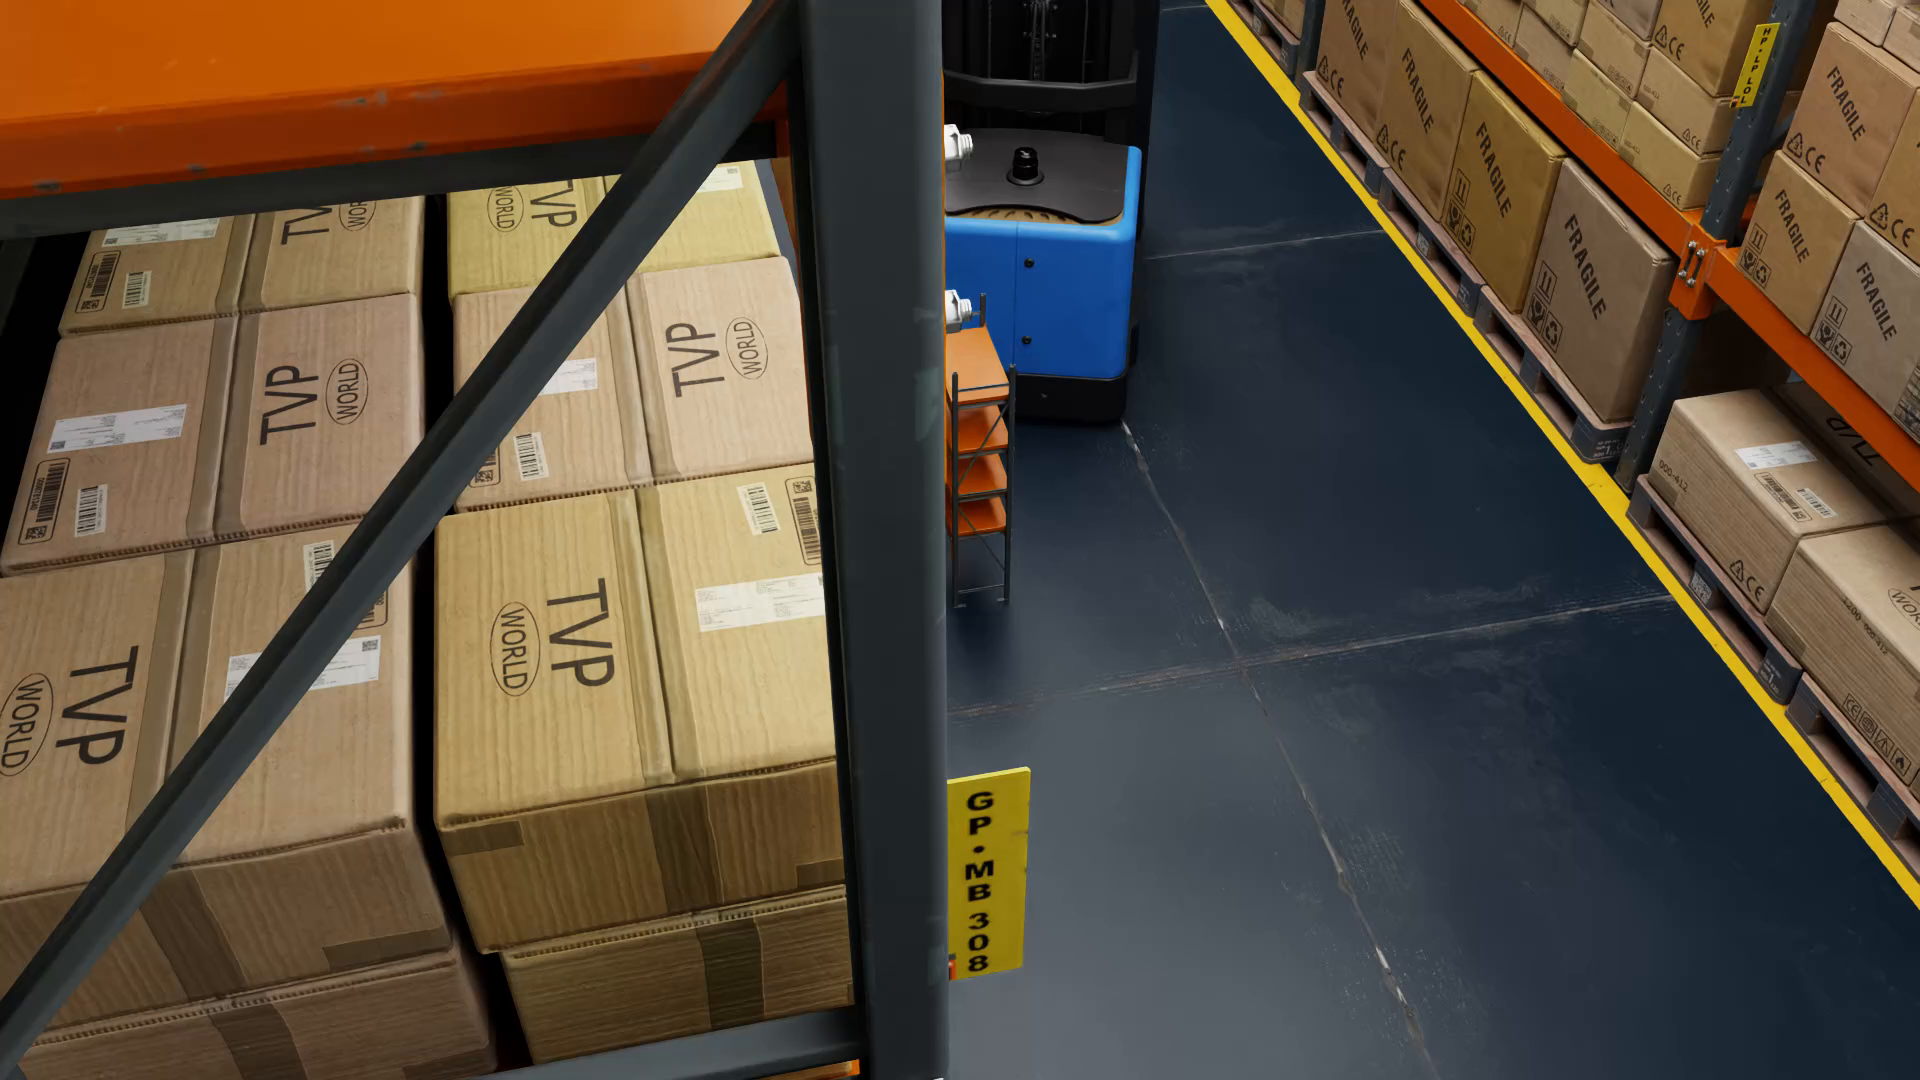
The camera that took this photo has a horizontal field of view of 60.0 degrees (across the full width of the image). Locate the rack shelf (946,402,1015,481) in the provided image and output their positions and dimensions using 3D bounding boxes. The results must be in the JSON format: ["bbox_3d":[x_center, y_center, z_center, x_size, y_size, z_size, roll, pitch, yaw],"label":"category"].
[{"bbox_3d":[0.036,-0.458,6.627,0.258,0.148,0.480,-8,42,-9],"label":"rack shelf"}]

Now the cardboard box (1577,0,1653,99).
[{"bbox_3d":[3.023,-2.139,7.136,0.500,0.250,0.500,-7,42,-8],"label":"cardboard box"}]

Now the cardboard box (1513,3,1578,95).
[{"bbox_3d":[2.929,-2.293,7.686,0.500,0.250,0.500,-9,42,-10],"label":"cardboard box"}]

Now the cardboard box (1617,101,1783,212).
[{"bbox_3d":[3.128,-1.633,6.943,0.500,0.250,0.500,-9,42,-10],"label":"cardboard box"}]

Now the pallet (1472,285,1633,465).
[{"bbox_3d":[3.231,-0.881,8.083,1.003,0.211,1.213,-8,42,-9],"label":"pallet"}]

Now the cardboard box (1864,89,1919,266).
[{"bbox_3d":[3.440,-1.174,5.484,0.500,0.500,0.500,-9,42,-10],"label":"cardboard box"}]

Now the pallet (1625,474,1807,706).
[{"bbox_3d":[3.558,0.113,6.964,1.003,0.211,1.213,-8,42,-9],"label":"pallet"}]

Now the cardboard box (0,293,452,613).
[{"bbox_3d":[-0.992,-0.077,2.330,0.500,0.250,0.500,-10,42,-11],"label":"cardboard box"}]

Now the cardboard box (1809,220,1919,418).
[{"bbox_3d":[3.421,-0.803,5.820,0.500,0.500,0.500,-8,42,-9],"label":"cardboard box"}]

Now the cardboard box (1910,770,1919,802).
[{"bbox_3d":[3.888,0.954,5.529,0.875,0.438,0.875,-7,42,-8],"label":"cardboard box"}]

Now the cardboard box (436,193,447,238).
[{"bbox_3d":[-1.195,-0.738,3.074,0.500,0.250,0.500,-8,42,-9],"label":"cardboard box"}]

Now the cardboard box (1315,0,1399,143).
[{"bbox_3d":[2.675,-2.930,9.575,0.875,0.875,0.875,-9,42,-10],"label":"cardboard box"}]

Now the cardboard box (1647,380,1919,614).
[{"bbox_3d":[3.501,-0.211,6.841,0.875,0.438,0.875,-9,42,-10],"label":"cardboard box"}]

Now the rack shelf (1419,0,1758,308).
[{"bbox_3d":[3.039,-2.462,8.305,1.077,0.370,4.000,-8,42,-9],"label":"rack shelf"}]

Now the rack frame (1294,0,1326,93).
[{"bbox_3d":[2.607,-4.027,9.527,1.000,3.000,0.127,-8,42,-9],"label":"rack frame"}]

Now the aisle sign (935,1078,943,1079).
[{"bbox_3d":[-0.210,0.902,2.016,0.394,0.787,0.004,-8,42,-9],"label":"aisle sign"}]

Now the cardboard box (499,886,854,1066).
[{"bbox_3d":[-0.341,0.369,2.205,0.500,0.250,0.500,-9,42,-10],"label":"cardboard box"}]

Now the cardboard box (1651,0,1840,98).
[{"bbox_3d":[3.129,-2.099,6.527,0.500,0.500,0.500,-7,42,-8],"label":"cardboard box"}]

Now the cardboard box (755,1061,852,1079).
[{"bbox_3d":[-0.353,0.605,2.239,0.380,0.149,0.250,-8,42,-8],"label":"cardboard box"}]

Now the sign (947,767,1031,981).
[{"bbox_3d":[0.018,0.346,1.683,0.100,0.325,0.005,-8,42,-9],"label":"sign"}]

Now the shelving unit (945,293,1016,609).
[{"bbox_3d":[0.036,-0.341,6.731,0.258,1.200,0.503,-8,42,-9],"label":"shelving unit"}]

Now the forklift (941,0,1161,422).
[{"bbox_3d":[0.420,-2.624,7.998,1.130,2.935,3.031,4,42,5],"label":"forklift"}]

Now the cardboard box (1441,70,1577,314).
[{"bbox_3d":[3.056,-1.771,8.270,0.875,0.875,0.875,-7,42,-8],"label":"cardboard box"}]

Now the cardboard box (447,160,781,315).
[{"bbox_3d":[-0.575,-0.471,2.774,0.500,0.250,0.500,-9,42,-10],"label":"cardboard box"}]

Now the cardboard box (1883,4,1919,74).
[{"bbox_3d":[3.356,-1.682,5.569,0.380,0.149,0.250,-8,42,-9],"label":"cardboard box"}]

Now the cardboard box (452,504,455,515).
[{"bbox_3d":[-0.996,0.116,2.489,0.500,0.250,0.500,-8,42,-9],"label":"cardboard box"}]

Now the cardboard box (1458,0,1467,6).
[{"bbox_3d":[2.703,-2.946,8.423,0.500,0.250,0.500,-7,42,-8],"label":"cardboard box"}]

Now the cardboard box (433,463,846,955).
[{"bbox_3d":[-0.362,0.185,2.035,0.500,0.250,0.500,-9,42,-10],"label":"cardboard box"}]

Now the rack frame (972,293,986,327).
[{"bbox_3d":[-0.017,-0.500,6.909,0.240,1.200,0.015,-8,42,-9],"label":"rack frame"}]

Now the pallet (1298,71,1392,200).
[{"bbox_3d":[2.704,-2.462,9.865,1.003,0.211,1.213,-8,42,-9],"label":"pallet"}]

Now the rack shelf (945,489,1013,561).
[{"bbox_3d":[0.036,-0.143,6.907,0.258,0.148,0.480,-8,42,-9],"label":"rack shelf"}]

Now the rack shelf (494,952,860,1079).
[{"bbox_3d":[-0.943,-0.277,3.585,1.077,0.370,4.000,-8,42,-9],"label":"rack shelf"}]
